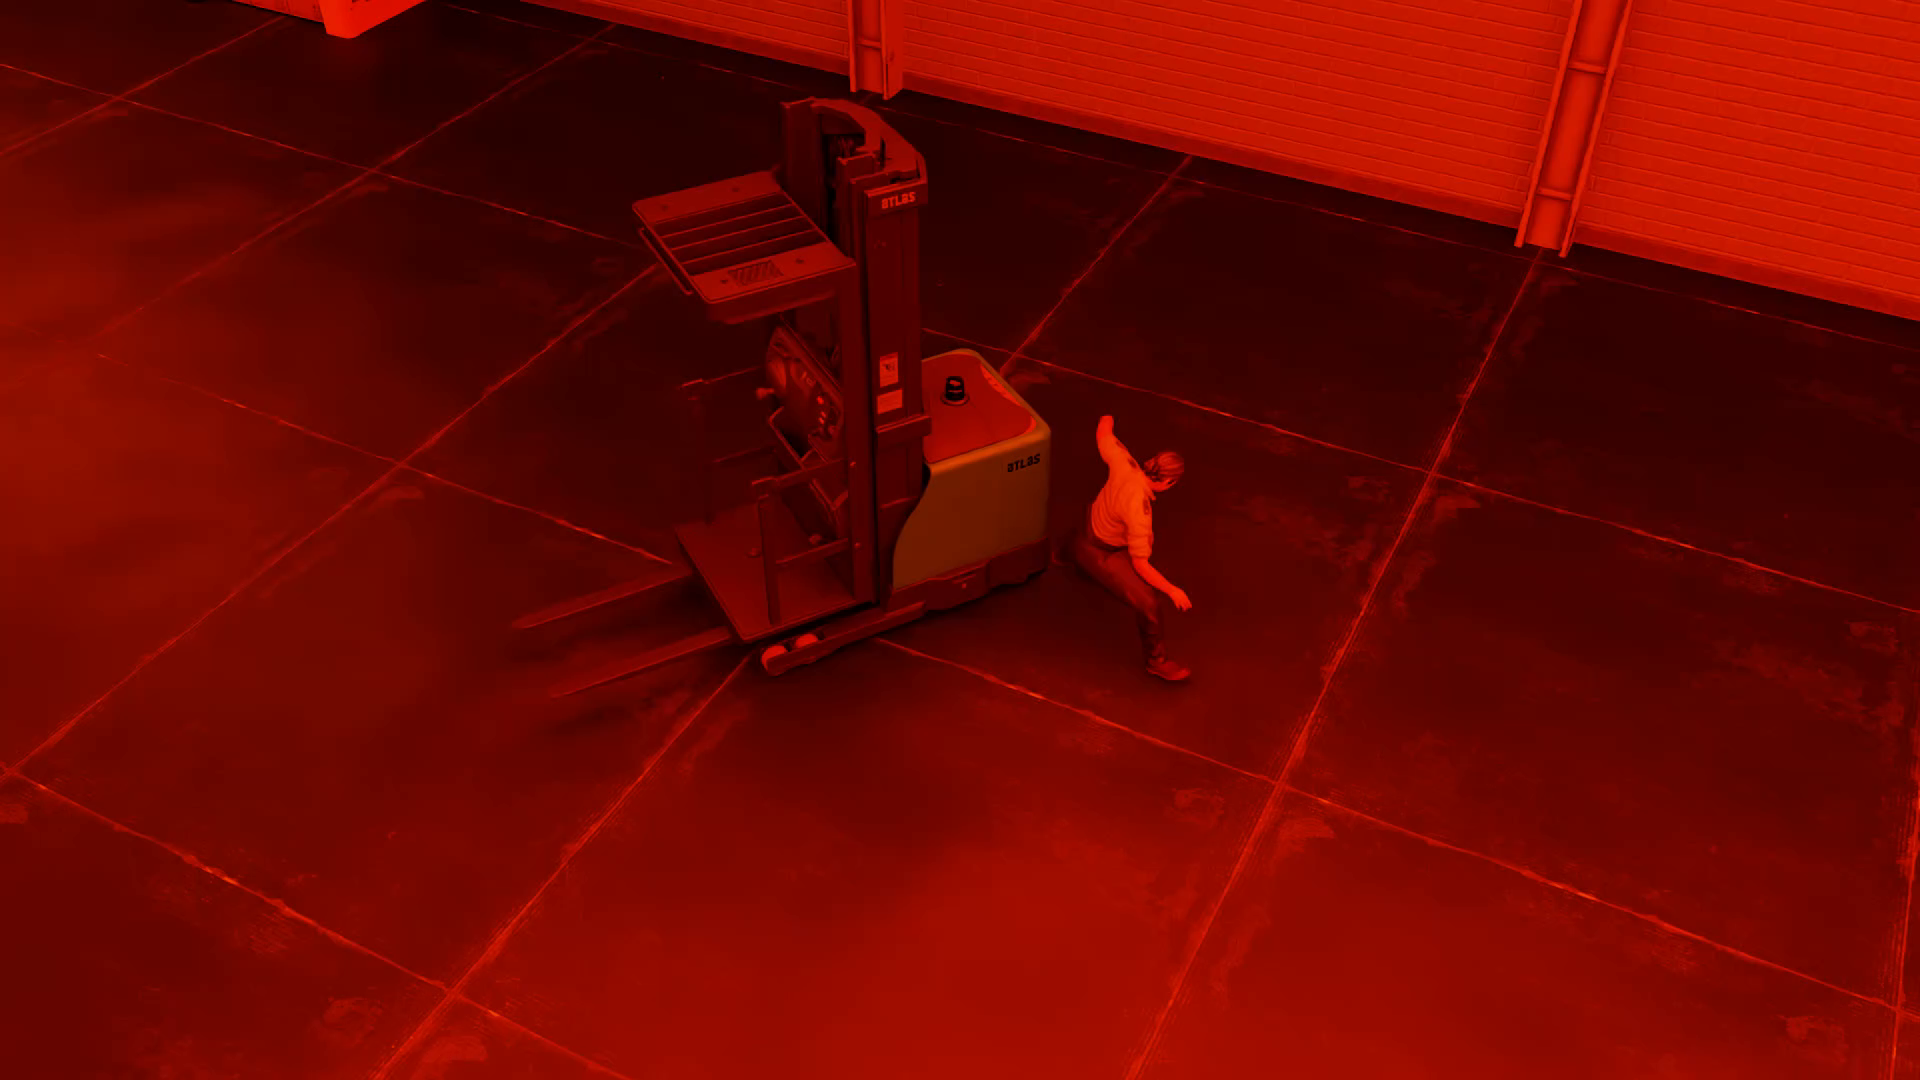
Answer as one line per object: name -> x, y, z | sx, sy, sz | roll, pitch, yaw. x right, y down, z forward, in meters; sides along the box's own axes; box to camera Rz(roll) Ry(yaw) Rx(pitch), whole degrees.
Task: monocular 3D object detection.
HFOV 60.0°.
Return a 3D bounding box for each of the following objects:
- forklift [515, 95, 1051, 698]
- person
forklift -> -1.015, -0.753, 8.881 | 3.031, 2.935, 1.130 | -19, 44, -21
person -> 0.909, -0.029, 9.257 | 0.715, 1.363, 1.150 | -1, 40, -1
